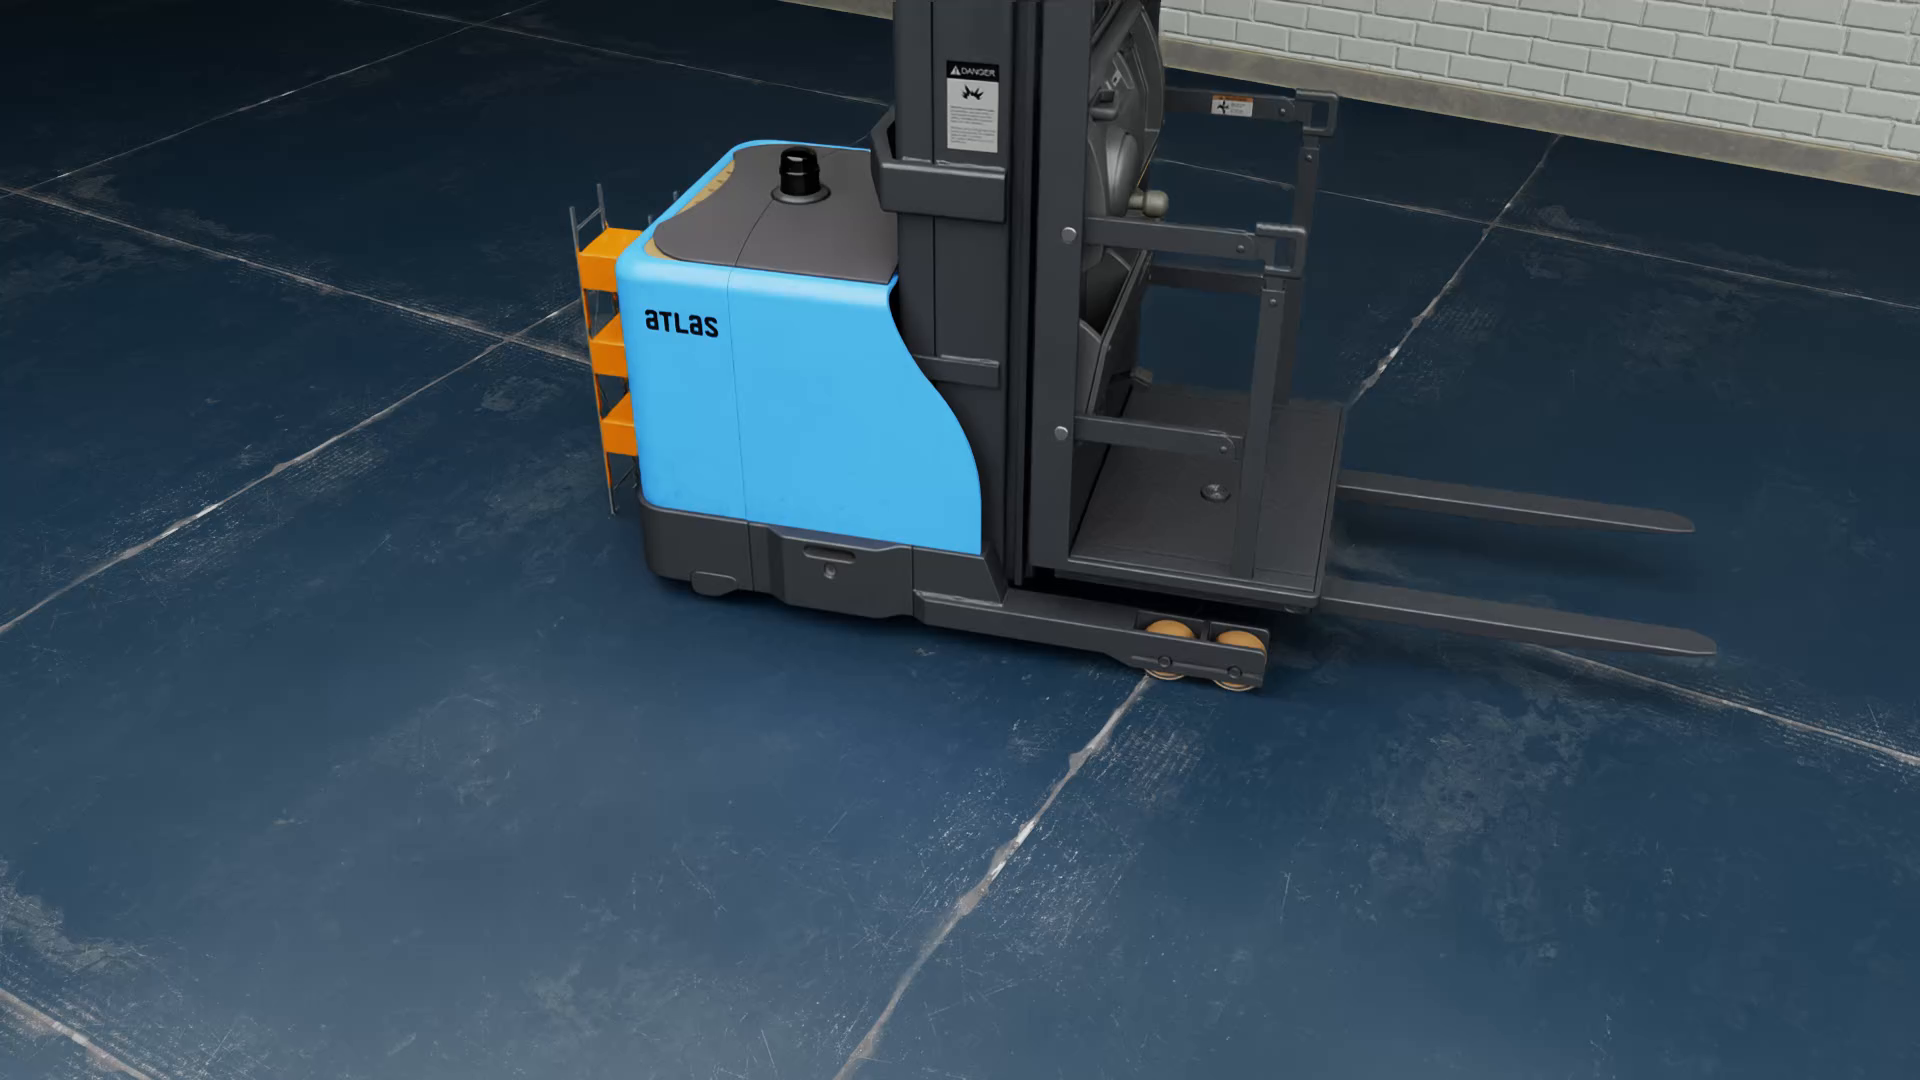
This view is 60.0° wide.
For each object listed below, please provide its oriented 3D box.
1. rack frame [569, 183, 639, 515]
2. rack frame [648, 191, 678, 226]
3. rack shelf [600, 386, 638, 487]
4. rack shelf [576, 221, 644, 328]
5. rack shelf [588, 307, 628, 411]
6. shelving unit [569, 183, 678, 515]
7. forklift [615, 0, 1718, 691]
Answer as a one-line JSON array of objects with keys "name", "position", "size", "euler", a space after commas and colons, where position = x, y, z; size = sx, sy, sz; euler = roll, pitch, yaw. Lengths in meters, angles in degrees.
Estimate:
[{"name": "rack frame", "position": [-1.097, -0.572, 5.162], "size": [0.008, 1.050, 0.200], "euler": [8, 35, 12]}, {"name": "rack frame", "position": [-0.861, -0.538, 5.110], "size": [0.008, 1.050, 0.200], "euler": [8, 35, 12]}, {"name": "rack shelf", "position": [-0.979, -0.315, 5.296], "size": [0.240, 0.259, 0.215], "euler": [8, 35, 12]}, {"name": "rack shelf", "position": [-0.979, -0.782, 4.985], "size": [0.240, 0.259, 0.215], "euler": [8, 35, 12]}, {"name": "rack shelf", "position": [-0.979, -0.546, 5.142], "size": [0.240, 0.259, 0.215], "euler": [8, 35, 12]}, {"name": "shelving unit", "position": [-0.979, -0.555, 5.136], "size": [0.252, 1.050, 0.215], "euler": [8, 35, 12]}, {"name": "forklift", "position": [0.625, -1.128, 4.299], "size": [3.031, 2.935, 1.130], "euler": [8, 35, 12]}]
